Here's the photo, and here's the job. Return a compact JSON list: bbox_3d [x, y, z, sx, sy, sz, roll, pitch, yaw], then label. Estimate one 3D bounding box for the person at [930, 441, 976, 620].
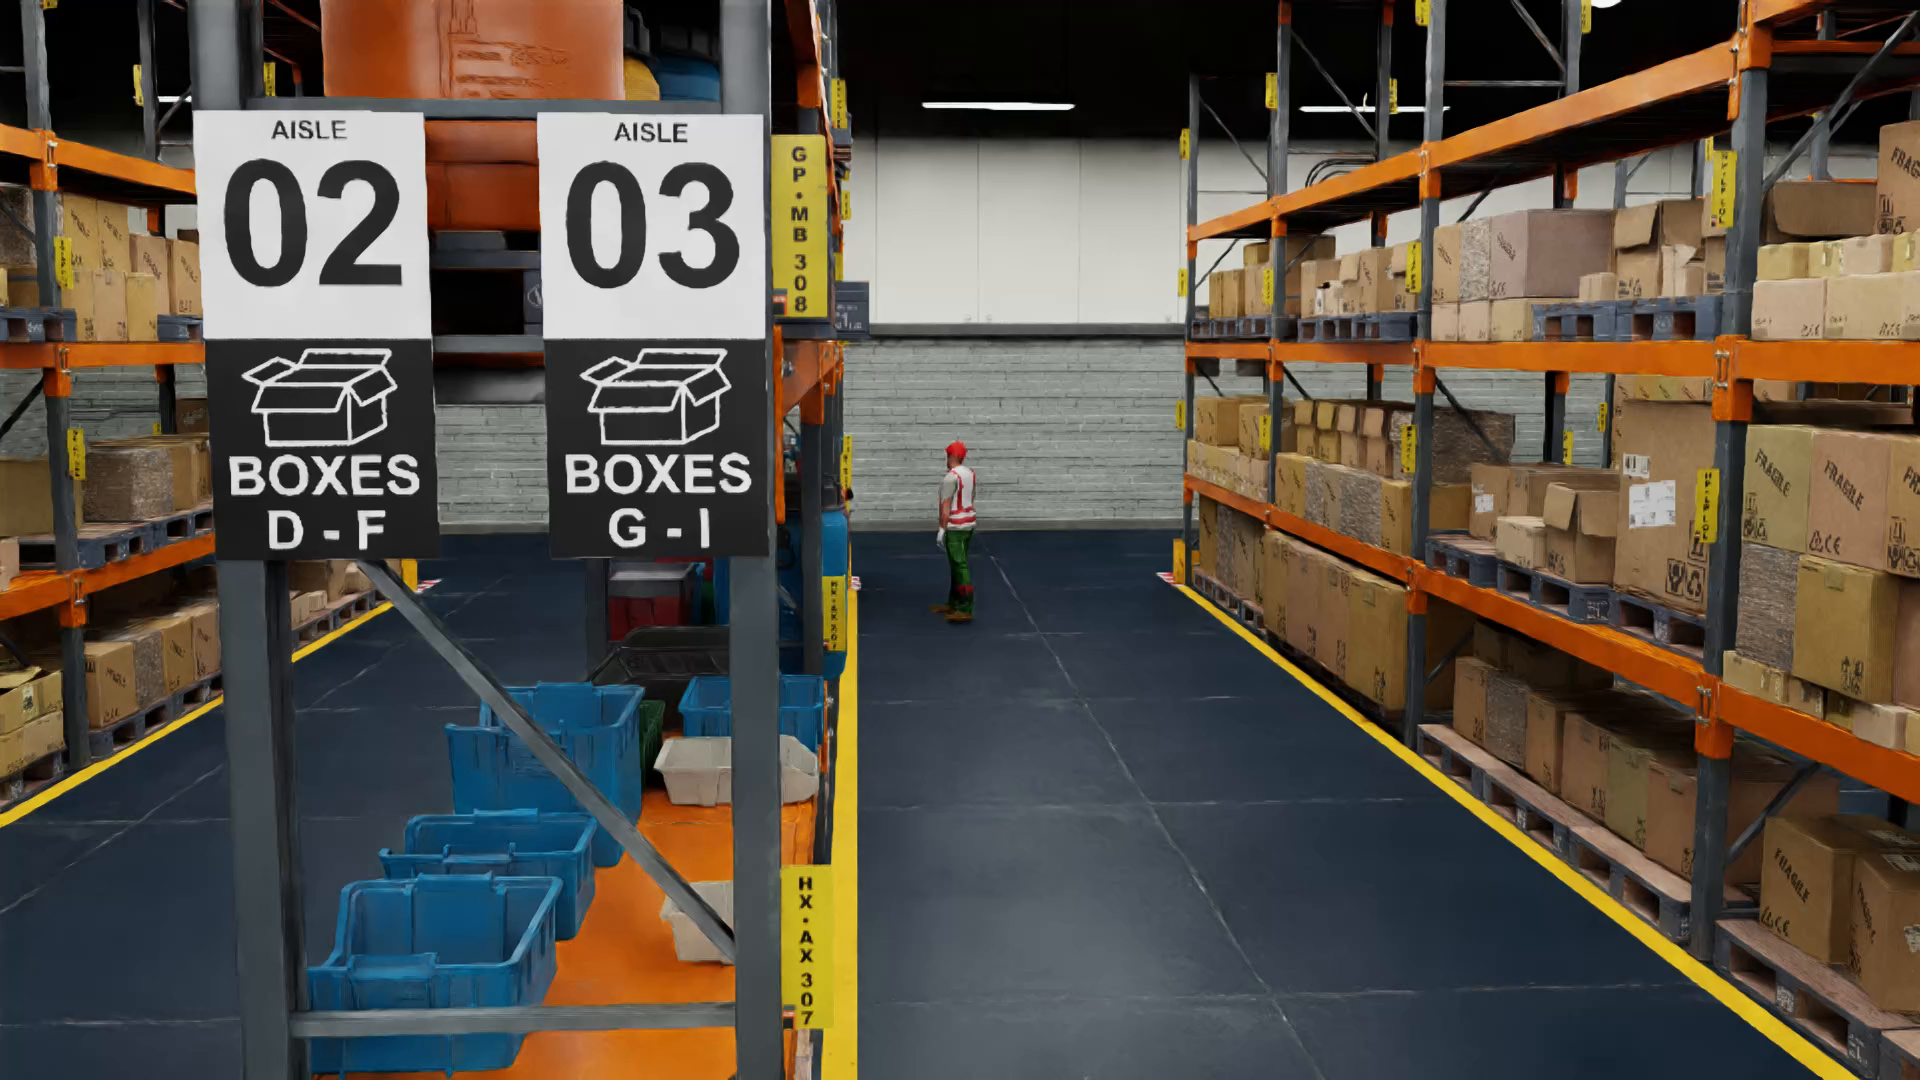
[{"bbox_3d":[-0.077,-0.111,16.856,0.569,1.786,0.663,3,7,24],"label":"person"}]
